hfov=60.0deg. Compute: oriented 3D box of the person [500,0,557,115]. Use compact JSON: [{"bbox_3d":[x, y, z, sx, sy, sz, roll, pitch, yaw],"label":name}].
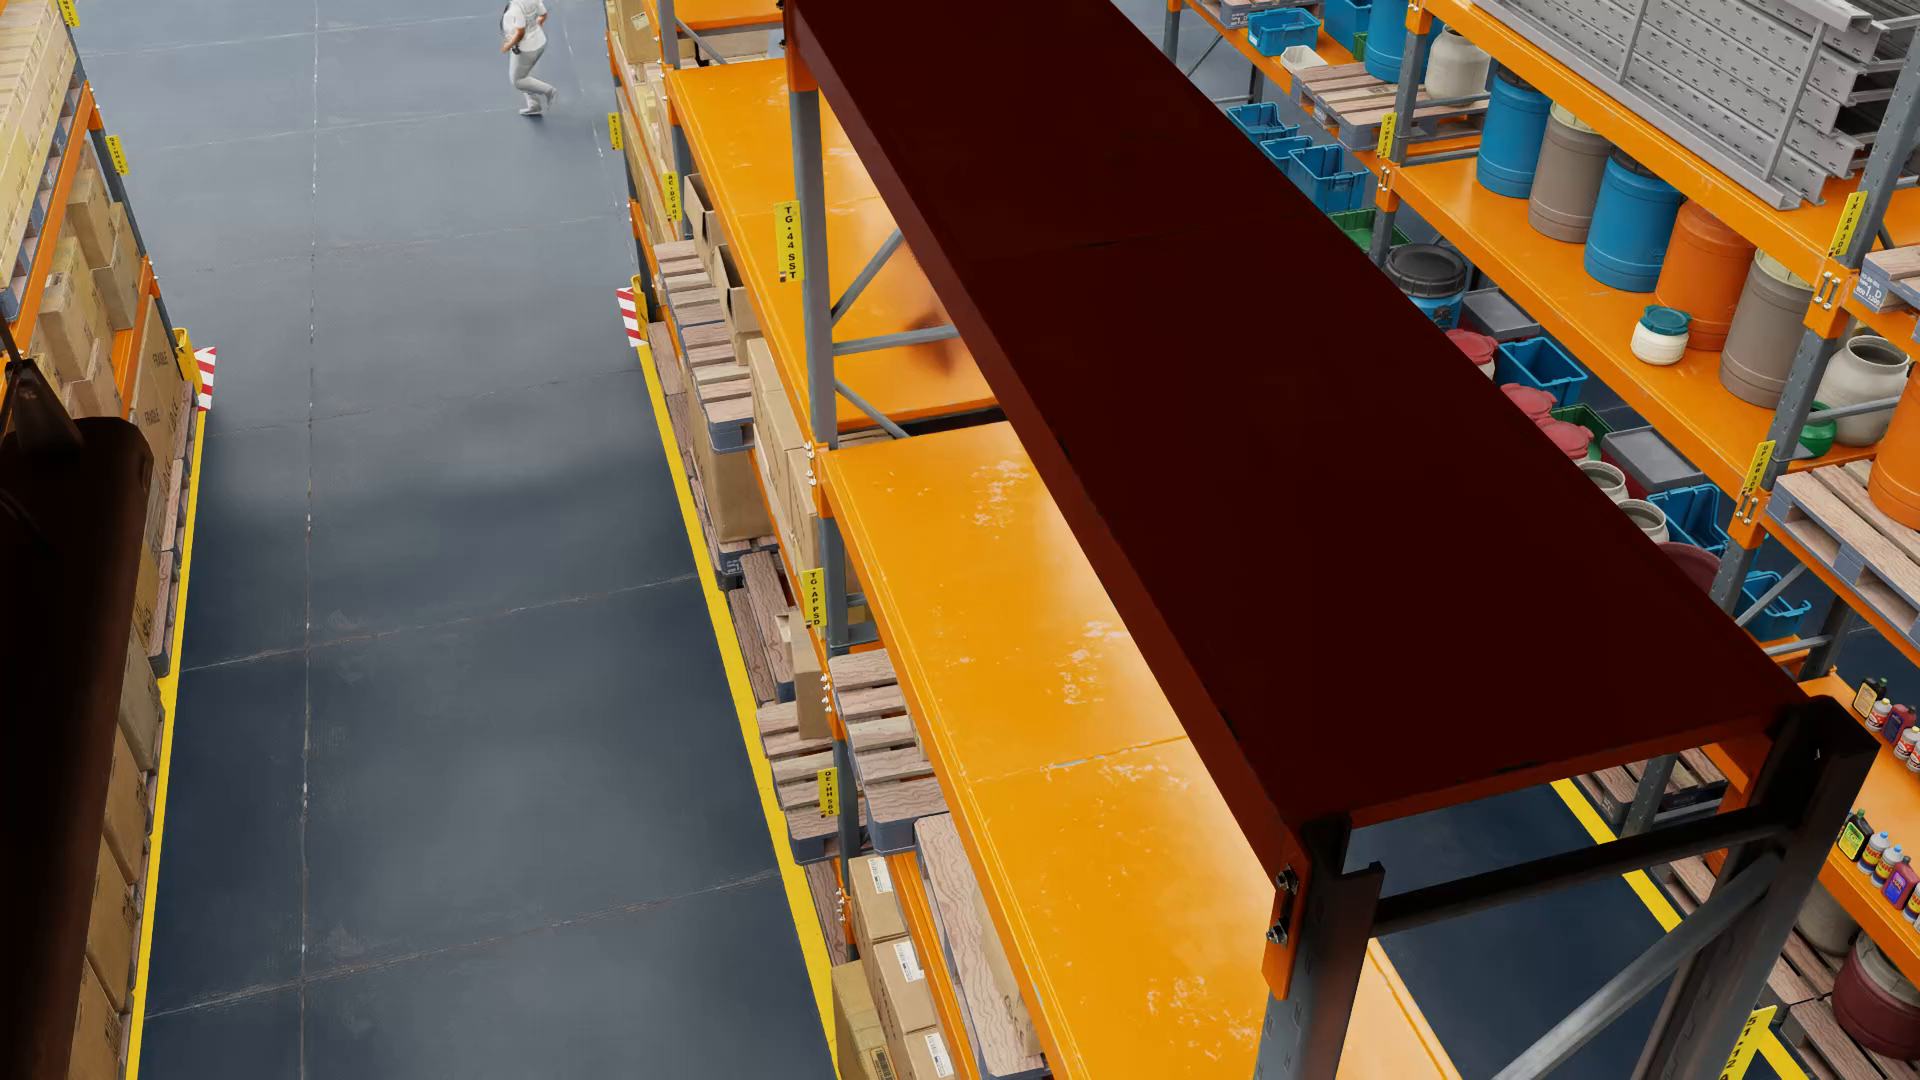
[{"bbox_3d":[-4.752,-5.463,18.436,0.592,1.632,0.608,10,40,13],"label":"person"}]
